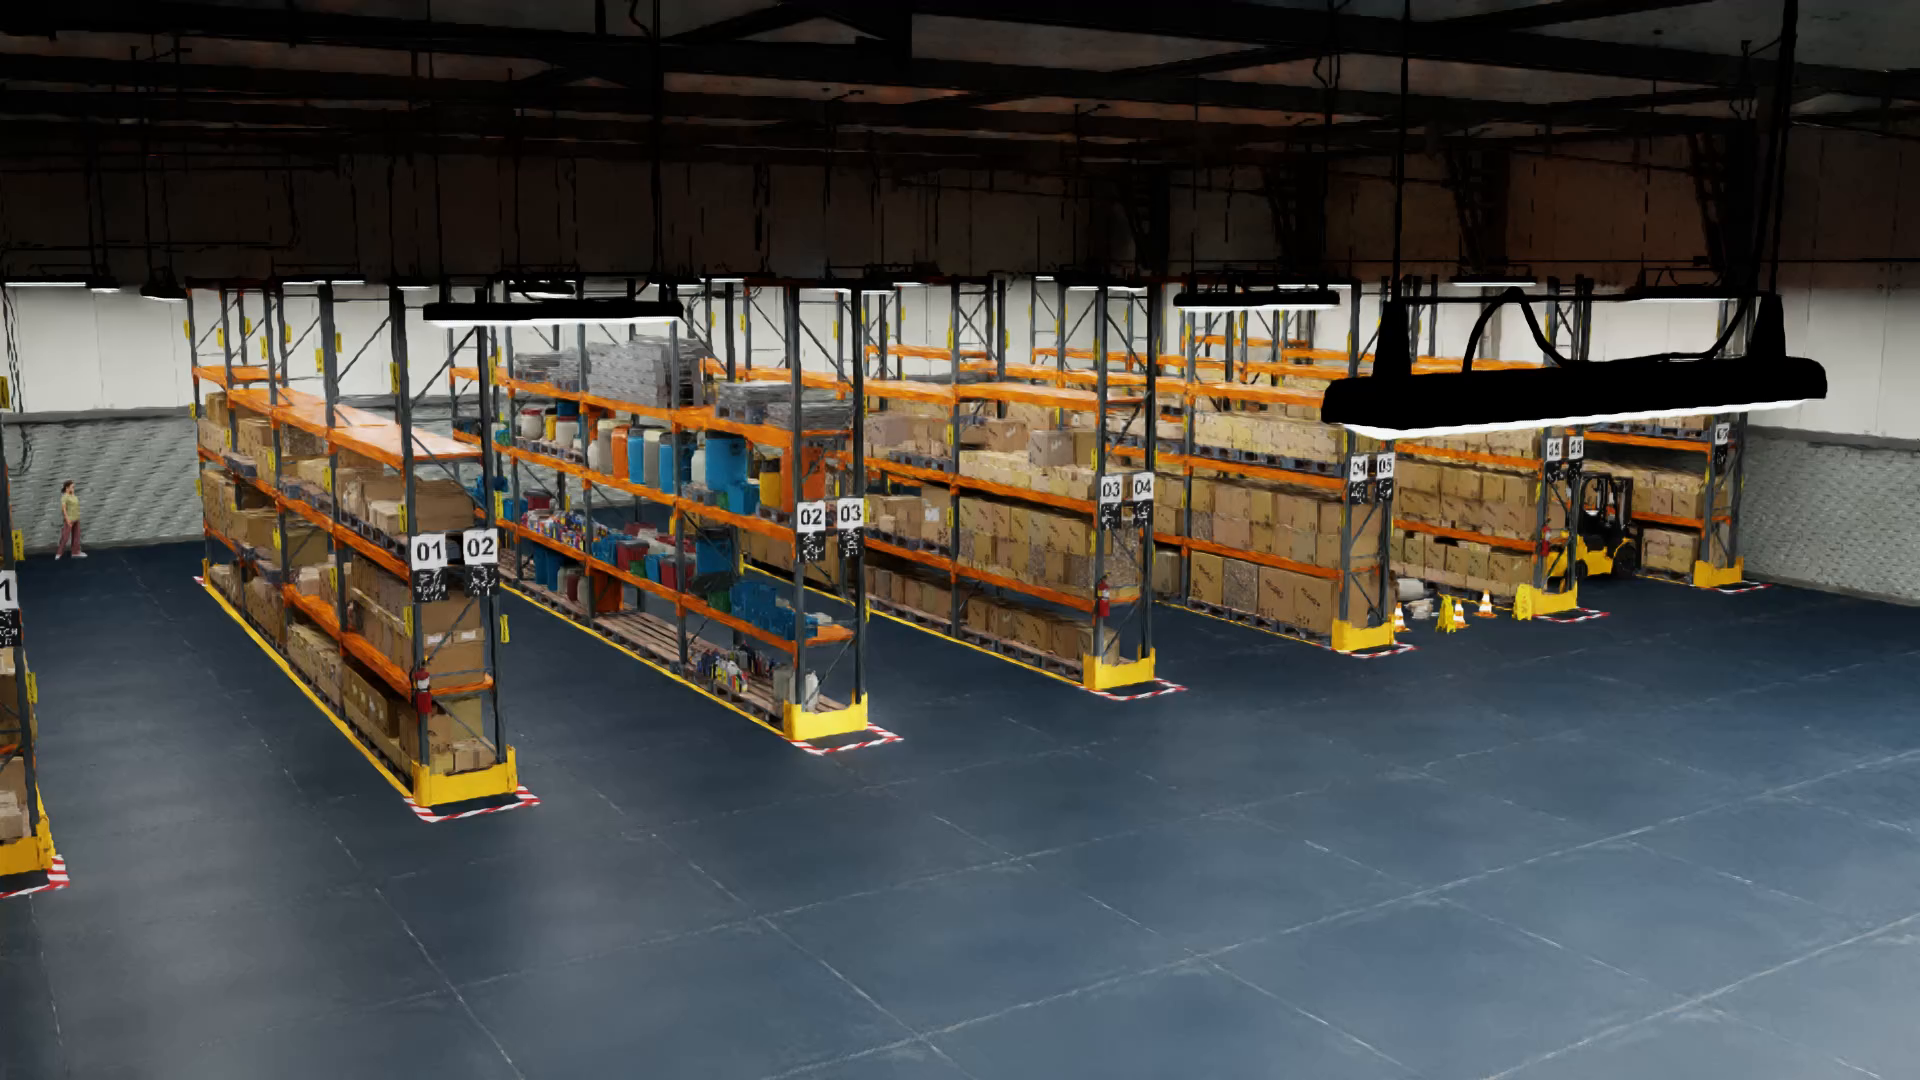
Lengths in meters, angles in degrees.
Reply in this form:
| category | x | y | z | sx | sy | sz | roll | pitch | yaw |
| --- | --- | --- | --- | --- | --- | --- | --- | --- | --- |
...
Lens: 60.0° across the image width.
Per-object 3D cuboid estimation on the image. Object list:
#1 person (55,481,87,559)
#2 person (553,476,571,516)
| category | x | y | z | sx | sy | sz | roll | pitch | yaw |
| --- | --- | --- | --- | --- | --- | --- | --- | --- | --- |
| person | -19.133 | -0.430 | 35.583 | 0.443 | 1.669 | 0.645 | 1 | 10 | 7 |
| person | -8.534 | -0.532 | 35.738 | 0.399 | 1.778 | 0.580 | -4 | 10 | -21 |
